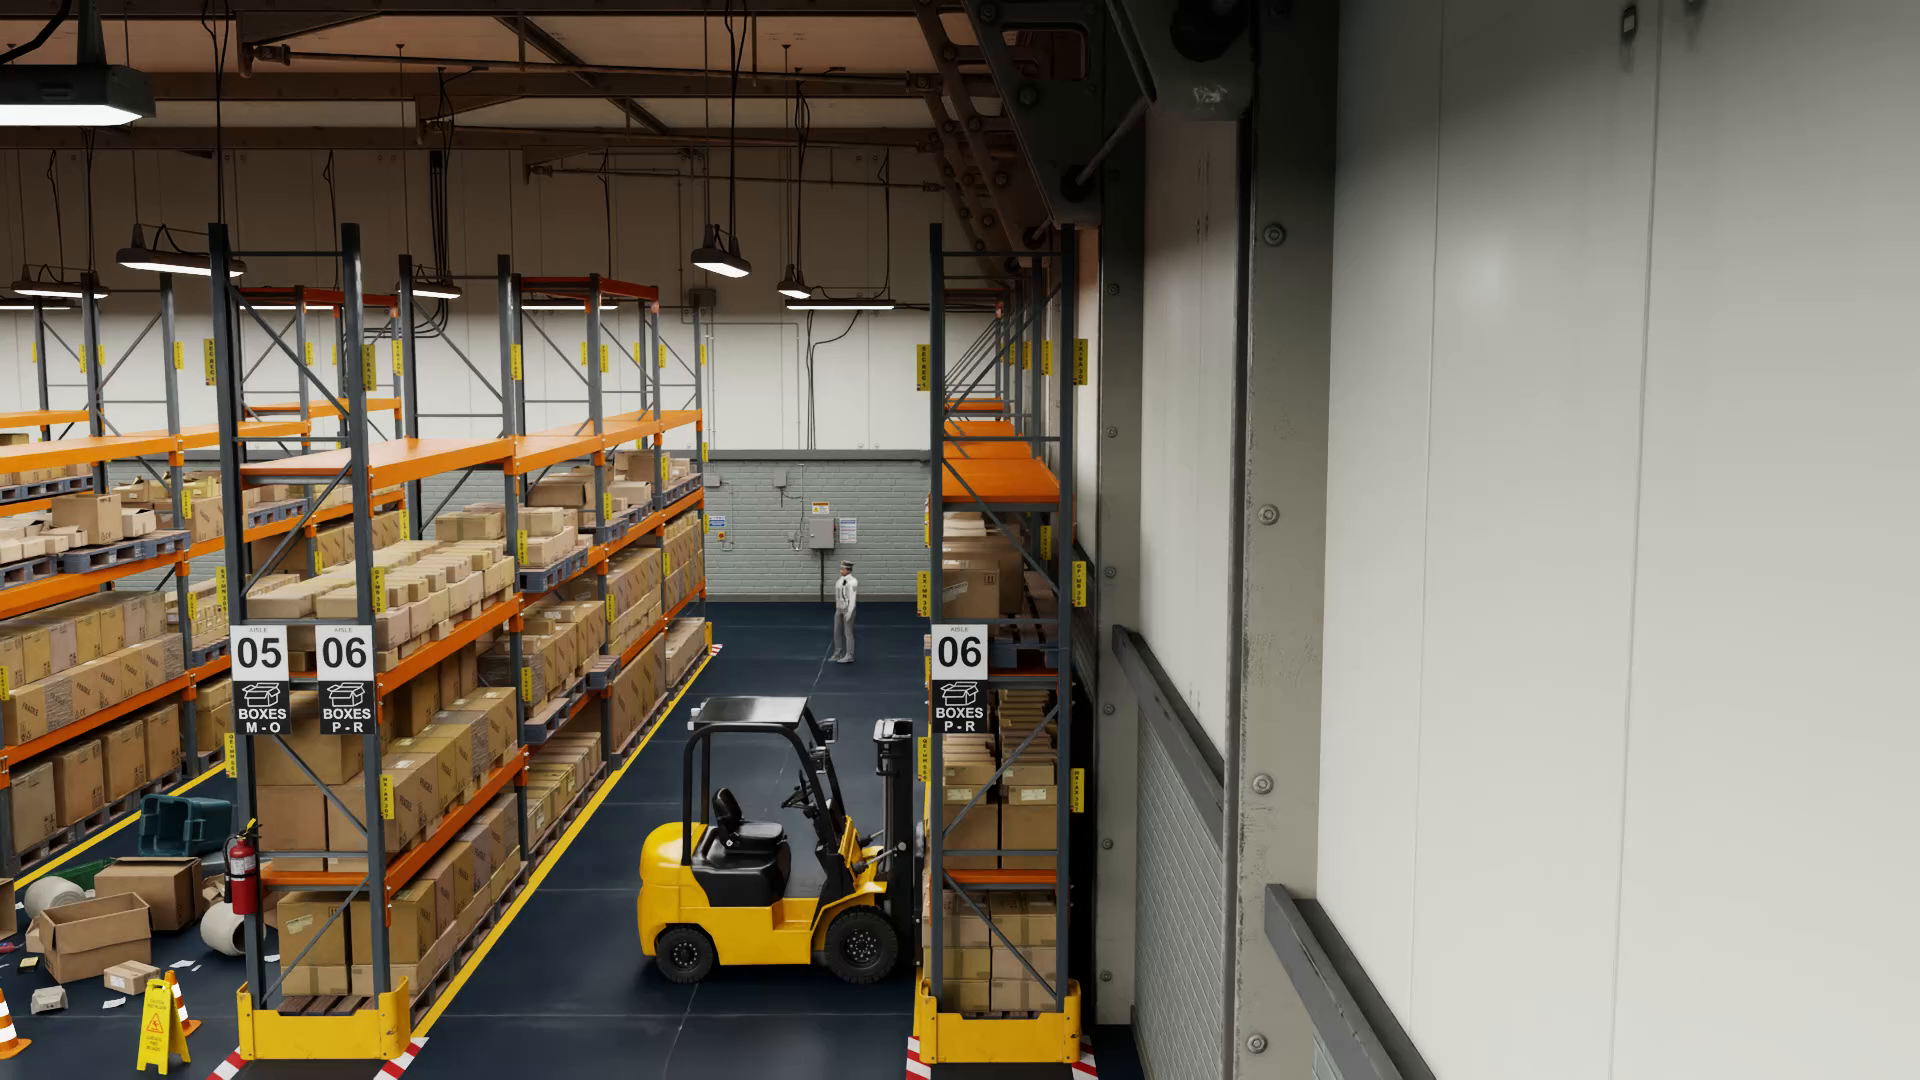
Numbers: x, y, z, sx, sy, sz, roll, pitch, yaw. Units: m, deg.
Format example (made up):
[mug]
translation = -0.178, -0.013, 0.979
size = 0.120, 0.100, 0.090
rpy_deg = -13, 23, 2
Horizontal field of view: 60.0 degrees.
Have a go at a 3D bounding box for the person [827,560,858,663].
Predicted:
[person]
translation = -1.910, 1.181, 27.241
size = 0.391, 1.710, 0.538
rpy_deg = -5, 8, -36
